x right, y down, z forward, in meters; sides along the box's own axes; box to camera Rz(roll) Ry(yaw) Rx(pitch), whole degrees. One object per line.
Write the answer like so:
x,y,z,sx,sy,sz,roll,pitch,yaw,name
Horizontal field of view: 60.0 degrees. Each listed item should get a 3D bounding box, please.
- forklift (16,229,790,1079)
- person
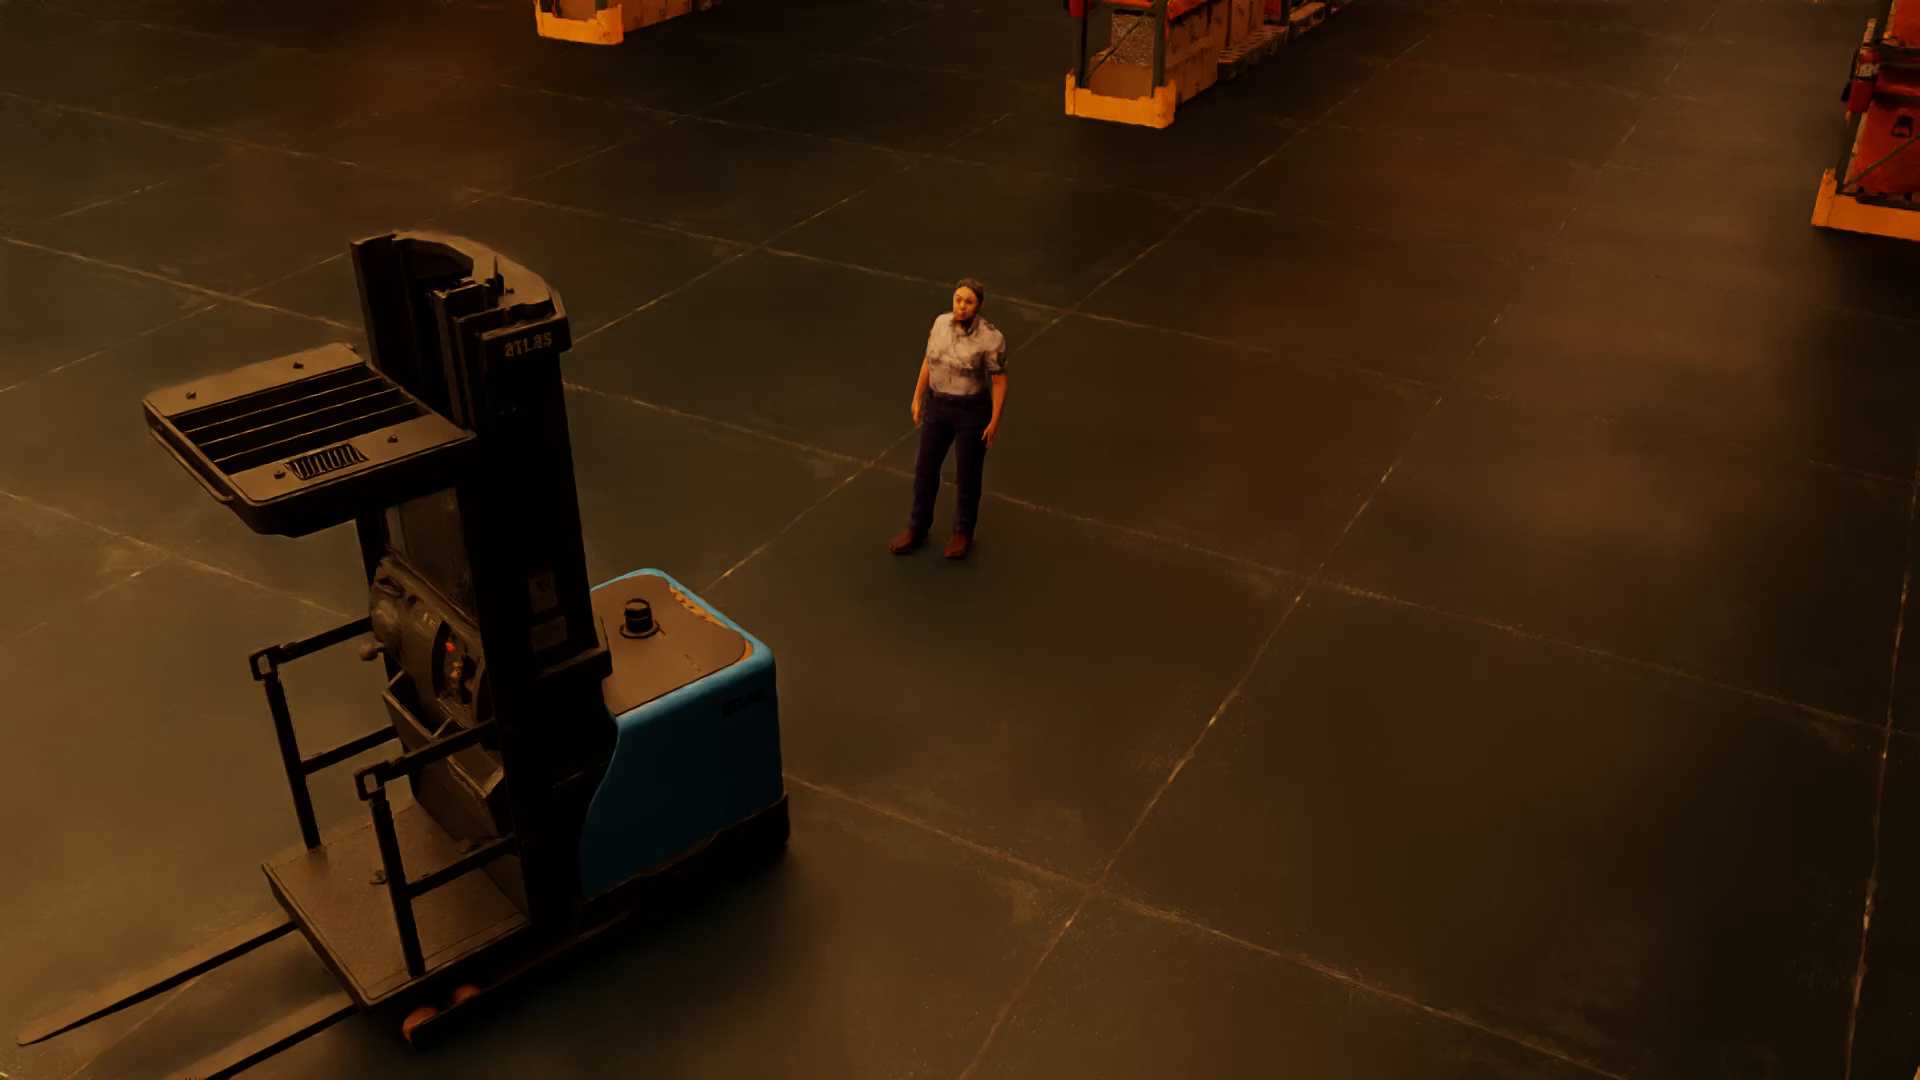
-2.216,0.433,6.320,3.031,2.935,1.130,-24,37,-35,forklift
-0.063,-0.686,9.529,0.599,1.650,0.502,15,33,25,person
